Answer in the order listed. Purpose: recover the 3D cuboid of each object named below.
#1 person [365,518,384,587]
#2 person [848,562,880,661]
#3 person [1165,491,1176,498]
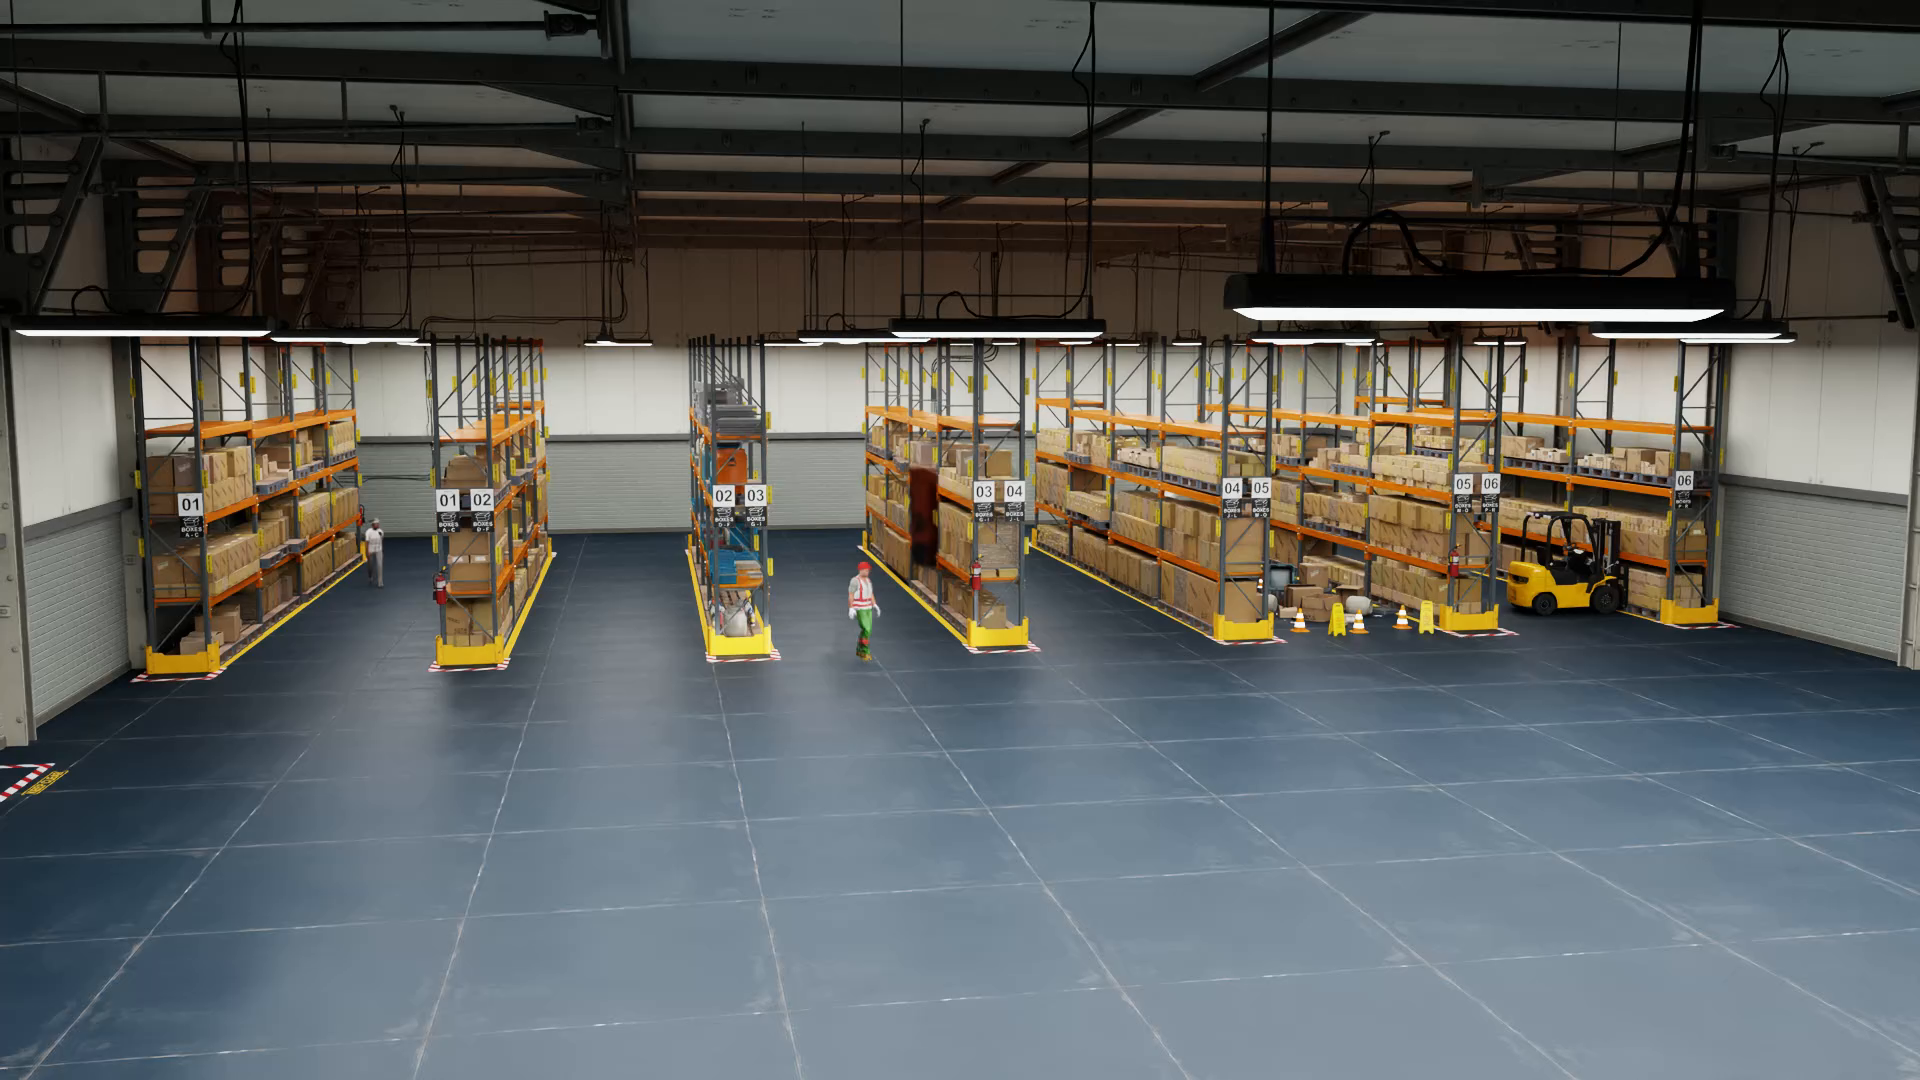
[{"bbox_3d":[-14.167,0.276,40.265,0.421,1.639,0.984,-2,7,-21],"label":"person"},{"bbox_3d":[-1.758,1.332,30.824,0.509,1.846,0.570,4,8,34],"label":"person"},{"bbox_3d":[6.690,-1.284,53.556,0.890,1.745,0.527,-5,8,-38],"label":"person"}]
